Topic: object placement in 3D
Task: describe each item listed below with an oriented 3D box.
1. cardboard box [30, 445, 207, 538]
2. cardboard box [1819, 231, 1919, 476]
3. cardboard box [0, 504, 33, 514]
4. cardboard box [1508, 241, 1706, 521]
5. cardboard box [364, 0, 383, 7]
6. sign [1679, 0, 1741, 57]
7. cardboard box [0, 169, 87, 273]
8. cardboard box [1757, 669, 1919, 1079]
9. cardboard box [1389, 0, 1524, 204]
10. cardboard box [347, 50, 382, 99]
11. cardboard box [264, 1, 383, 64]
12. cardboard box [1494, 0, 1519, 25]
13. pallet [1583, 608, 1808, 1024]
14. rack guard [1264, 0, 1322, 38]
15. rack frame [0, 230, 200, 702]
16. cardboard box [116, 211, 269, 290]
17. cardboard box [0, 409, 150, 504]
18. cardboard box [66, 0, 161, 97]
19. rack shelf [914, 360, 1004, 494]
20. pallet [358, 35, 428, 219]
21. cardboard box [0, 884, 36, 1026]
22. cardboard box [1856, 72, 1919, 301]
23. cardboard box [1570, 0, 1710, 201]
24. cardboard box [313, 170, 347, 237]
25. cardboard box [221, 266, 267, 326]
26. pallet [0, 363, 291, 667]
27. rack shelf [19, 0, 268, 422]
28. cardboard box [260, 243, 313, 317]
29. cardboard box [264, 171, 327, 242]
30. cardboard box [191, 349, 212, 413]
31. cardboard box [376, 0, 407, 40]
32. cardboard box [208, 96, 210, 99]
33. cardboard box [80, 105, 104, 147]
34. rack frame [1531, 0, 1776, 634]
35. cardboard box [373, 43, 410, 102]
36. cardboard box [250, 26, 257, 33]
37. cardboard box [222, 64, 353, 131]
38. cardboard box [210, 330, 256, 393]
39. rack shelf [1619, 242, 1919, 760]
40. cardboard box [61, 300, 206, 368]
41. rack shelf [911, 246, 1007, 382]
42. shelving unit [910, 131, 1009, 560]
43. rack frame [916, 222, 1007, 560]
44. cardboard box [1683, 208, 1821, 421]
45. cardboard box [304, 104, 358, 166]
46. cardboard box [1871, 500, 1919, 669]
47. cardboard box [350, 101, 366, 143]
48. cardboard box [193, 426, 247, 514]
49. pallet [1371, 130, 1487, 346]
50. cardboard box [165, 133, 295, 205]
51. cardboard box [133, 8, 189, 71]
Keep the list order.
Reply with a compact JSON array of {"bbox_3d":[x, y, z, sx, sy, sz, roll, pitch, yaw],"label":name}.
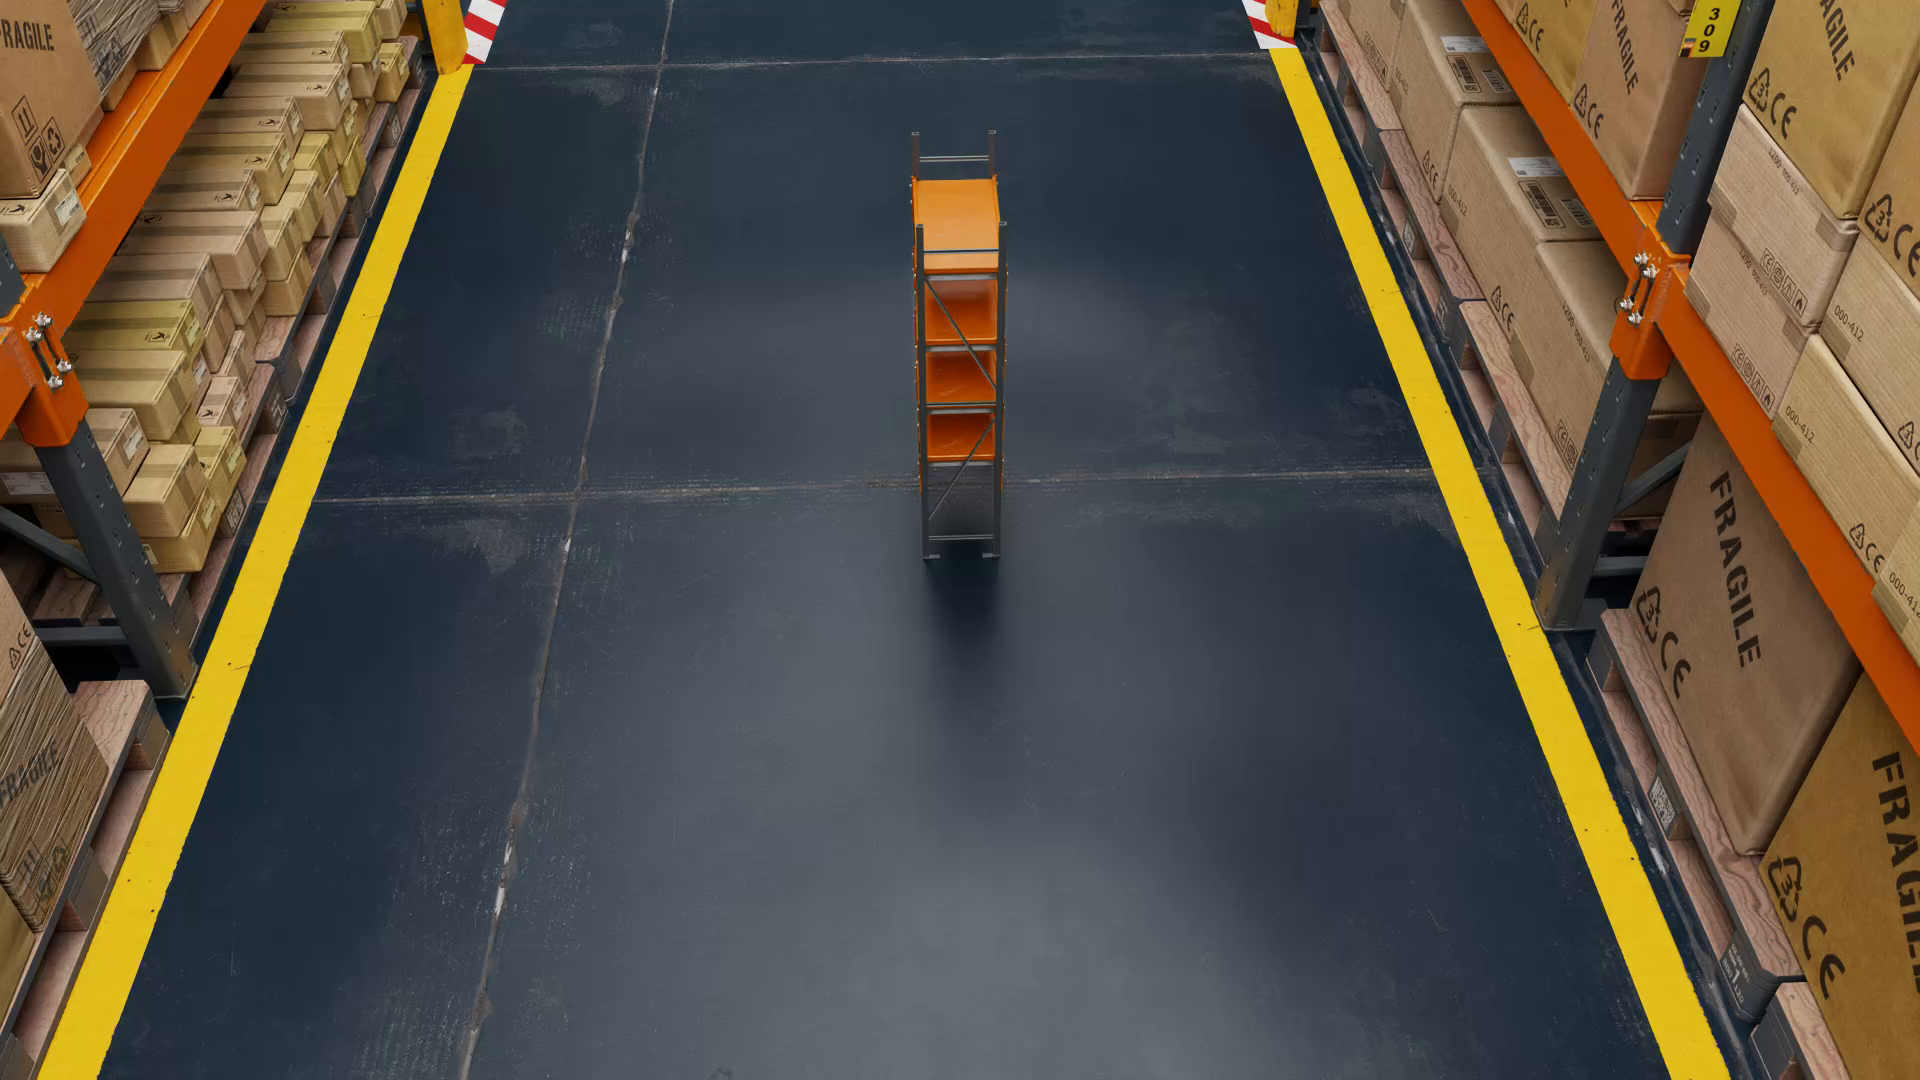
[{"bbox_3d":[-2.405,-0.141,4.763,0.380,0.149,0.250,0,43,0],"label":"cardboard box"},{"bbox_3d":[2.019,-0.357,3.160,0.500,0.250,0.500,-1,43,-1],"label":"cardboard box"},{"bbox_3d":[-2.994,-0.210,5.059,0.380,0.149,0.250,-1,43,-1],"label":"cardboard box"},{"bbox_3d":[2.312,-0.521,5.184,0.875,0.438,0.875,-2,43,-2],"label":"cardboard box"},{"bbox_3d":[-2.604,-2.347,6.950,0.380,0.149,0.250,-1,43,-1],"label":"cardboard box"},{"bbox_3d":[1.677,-1.215,3.657,0.100,0.325,0.005,-2,43,-2],"label":"sign"},{"bbox_3d":[-2.395,-0.782,4.069,0.380,0.149,0.250,0,43,0],"label":"cardboard box"},{"bbox_3d":[2.384,0.770,3.451,0.875,0.875,0.875,-1,43,-1],"label":"cardboard box"},{"bbox_3d":[2.237,-1.734,6.508,0.875,0.438,0.875,-1,43,-1],"label":"cardboard box"},{"bbox_3d":[-2.548,-1.889,6.670,0.380,0.149,0.250,-3,43,-4],"label":"cardboard box"},{"bbox_3d":[-2.513,-2.005,6.576,0.380,0.149,0.250,-3,43,-3],"label":"cardboard box"},{"bbox_3d":[1.893,-1.913,5.043,0.500,0.500,0.500,-2,43,-2],"label":"cardboard box"},{"bbox_3d":[2.340,0.663,4.371,1.003,0.211,1.213,-2,43,-2],"label":"pallet"},{"bbox_3d":[2.061,-2.679,7.803,1.175,0.500,0.348,-2,43,-2],"label":"rack guard"},{"bbox_3d":[-2.710,-0.674,3.765,1.000,3.000,0.127,-2,43,-2],"label":"rack frame"},{"bbox_3d":[-2.493,-0.942,5.417,0.380,0.149,0.250,-1,43,-1],"label":"cardboard box"},{"bbox_3d":[-2.517,-0.235,4.646,0.380,0.149,0.250,0,43,0],"label":"cardboard box"},{"bbox_3d":[-2.507,-1.496,4.368,0.500,0.500,0.500,-2,43,-2],"label":"cardboard box"},{"bbox_3d":[-0.007,-0.358,5.146,0.258,0.148,0.480,-2,43,-2],"label":"rack shelf"},{"bbox_3d":[-2.877,-1.745,6.998,1.003,0.211,1.213,-2,43,-2],"label":"pallet"},{"bbox_3d":[-2.405,0.932,3.553,0.500,0.500,0.500,-3,43,-3],"label":"cardboard box"},{"bbox_3d":[2.012,-0.641,2.916,0.500,0.500,0.500,-2,43,-2],"label":"cardboard box"},{"bbox_3d":[1.957,-1.227,4.294,0.500,0.500,0.500,-1,43,-1],"label":"cardboard box"},{"bbox_3d":[-2.523,-1.255,6.199,0.380,0.149,0.250,-1,43,-1],"label":"cardboard box"},{"bbox_3d":[-2.549,-0.842,5.527,0.380,0.149,0.250,0,43,0],"label":"cardboard box"},{"bbox_3d":[-2.773,-0.098,5.201,1.003,0.211,1.213,-2,43,-2],"label":"pallet"},{"bbox_3d":[-2.795,-1.759,5.481,1.077,0.370,4.000,-2,43,-2],"label":"rack shelf"},{"bbox_3d":[-2.500,-0.907,5.819,0.380,0.149,0.250,-3,43,-3],"label":"cardboard box"},{"bbox_3d":[-2.481,-1.181,5.897,0.380,0.149,0.250,-1,43,-1],"label":"cardboard box"},{"bbox_3d":[-2.552,-0.473,5.125,0.380,0.149,0.250,-2,43,-2],"label":"cardboard box"},{"bbox_3d":[-2.572,-2.240,7.052,0.380,0.149,0.250,-3,43,-3],"label":"cardboard box"},{"bbox_3d":[-3.157,-1.701,6.465,0.380,0.149,0.250,0,43,0],"label":"cardboard box"},{"bbox_3d":[-2.544,-1.133,4.452,0.380,0.149,0.250,-3,43,-4],"label":"cardboard box"},{"bbox_3d":[2.232,-0.884,3.995,1.000,3.000,0.127,-2,43,-2],"label":"rack frame"},{"bbox_3d":[-2.537,-1.958,6.965,0.380,0.149,0.250,0,43,0],"label":"cardboard box"},{"bbox_3d":[-3.114,-2.227,7.038,0.380,0.149,0.250,0,43,0],"label":"cardboard box"},{"bbox_3d":[-2.498,-1.648,6.187,0.380,0.149,0.250,0,43,0],"label":"cardboard box"},{"bbox_3d":[-2.538,-0.549,5.428,0.380,0.149,0.250,-2,43,-3],"label":"cardboard box"},{"bbox_3d":[2.317,0.731,2.765,1.077,0.370,4.000,-2,43,-2],"label":"rack shelf"},{"bbox_3d":[-2.530,-0.592,5.035,0.380,0.149,0.250,-2,43,-2],"label":"cardboard box"},{"bbox_3d":[-0.007,-0.669,4.861,0.258,0.148,0.480,-2,43,-2],"label":"rack shelf"},{"bbox_3d":[-0.007,-0.554,4.966,0.258,1.200,0.503,-2,43,-2],"label":"shelving unit"},{"bbox_3d":[0.003,-0.389,4.787,0.240,1.200,0.015,-2,43,-2],"label":"rack frame"},{"bbox_3d":[1.987,-0.524,3.713,0.500,0.250,0.500,-3,43,-3],"label":"cardboard box"},{"bbox_3d":[-2.513,-1.540,6.289,0.380,0.149,0.250,-1,43,-1],"label":"cardboard box"},{"bbox_3d":[2.016,0.172,2.954,0.500,0.250,0.500,-2,43,-2],"label":"cardboard box"},{"bbox_3d":[-2.588,-1.611,6.586,0.380,0.149,0.250,-1,43,-1],"label":"cardboard box"},{"bbox_3d":[-2.415,-0.212,5.061,0.380,0.149,0.250,0,43,-1],"label":"cardboard box"},{"bbox_3d":[2.223,-1.197,6.400,1.003,0.211,1.213,-2,43,-2],"label":"pallet"},{"bbox_3d":[-2.558,-1.291,5.797,0.380,0.149,0.250,-1,43,-2],"label":"cardboard box"},{"bbox_3d":[-2.495,-1.488,4.840,0.380,0.149,0.250,-1,43,-1],"label":"cardboard box"}]
